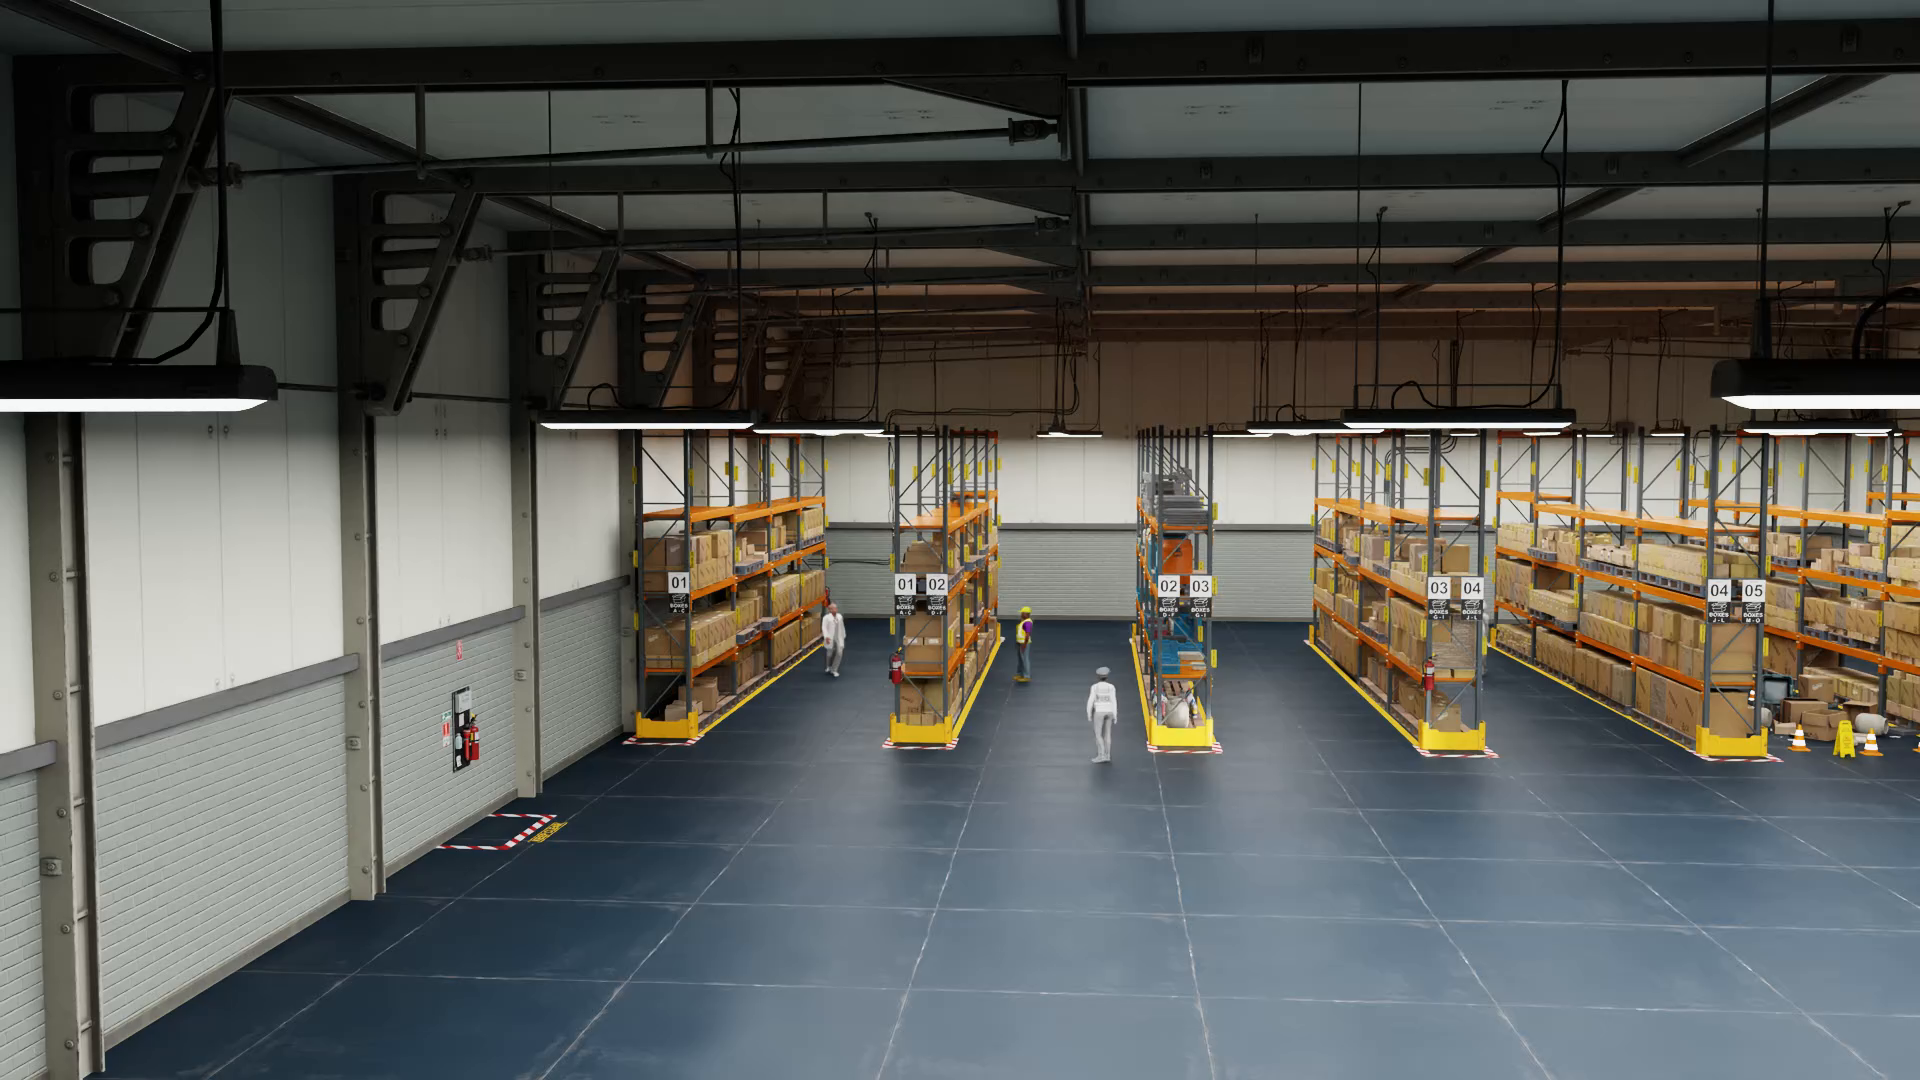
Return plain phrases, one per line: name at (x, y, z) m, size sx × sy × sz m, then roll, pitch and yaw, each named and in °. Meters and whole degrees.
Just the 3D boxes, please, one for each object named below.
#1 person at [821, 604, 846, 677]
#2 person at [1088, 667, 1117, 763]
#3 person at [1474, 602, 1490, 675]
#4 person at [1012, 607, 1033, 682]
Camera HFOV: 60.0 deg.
person at (-3.061, 2.433, 40.585) m, size 0.719 × 1.766 × 0.689 m, roll -2°, pitch 4°, yaw -28°
person at (2.535, 3.100, 29.601) m, size 0.498 × 1.692 × 0.422 m, roll -1°, pitch 4°, yaw -18°
person at (12.733, 2.402, 40.736) m, size 0.395 × 1.793 × 0.566 m, roll -2°, pitch 4°, yaw -31°
person at (1.487, 2.459, 39.576) m, size 0.475 × 1.756 × 0.630 m, roll -1°, pitch 4°, yaw -16°
